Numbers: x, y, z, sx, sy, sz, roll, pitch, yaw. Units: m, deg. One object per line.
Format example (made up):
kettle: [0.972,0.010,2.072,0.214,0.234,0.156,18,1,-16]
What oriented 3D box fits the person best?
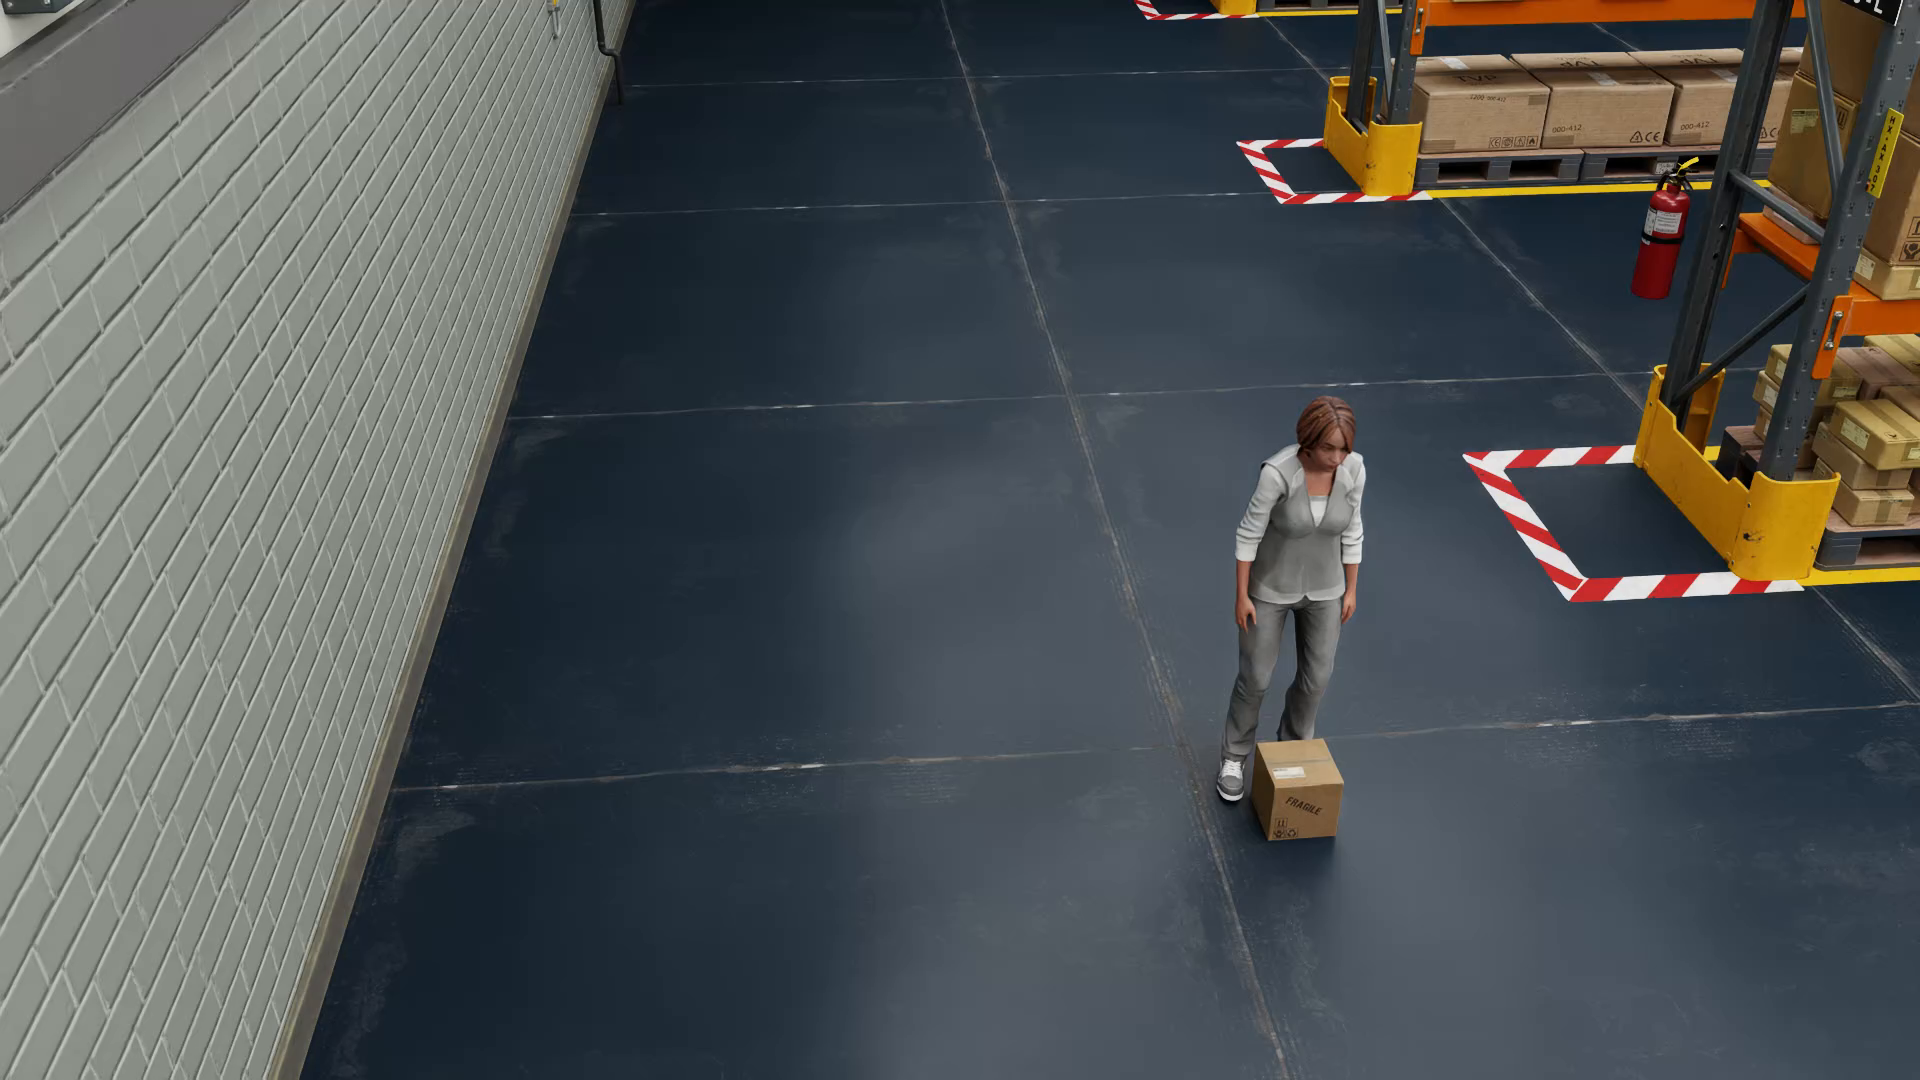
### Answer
person: [1.174,0.209,5.817,0.467,1.580,0.376,-4,32,-6]
